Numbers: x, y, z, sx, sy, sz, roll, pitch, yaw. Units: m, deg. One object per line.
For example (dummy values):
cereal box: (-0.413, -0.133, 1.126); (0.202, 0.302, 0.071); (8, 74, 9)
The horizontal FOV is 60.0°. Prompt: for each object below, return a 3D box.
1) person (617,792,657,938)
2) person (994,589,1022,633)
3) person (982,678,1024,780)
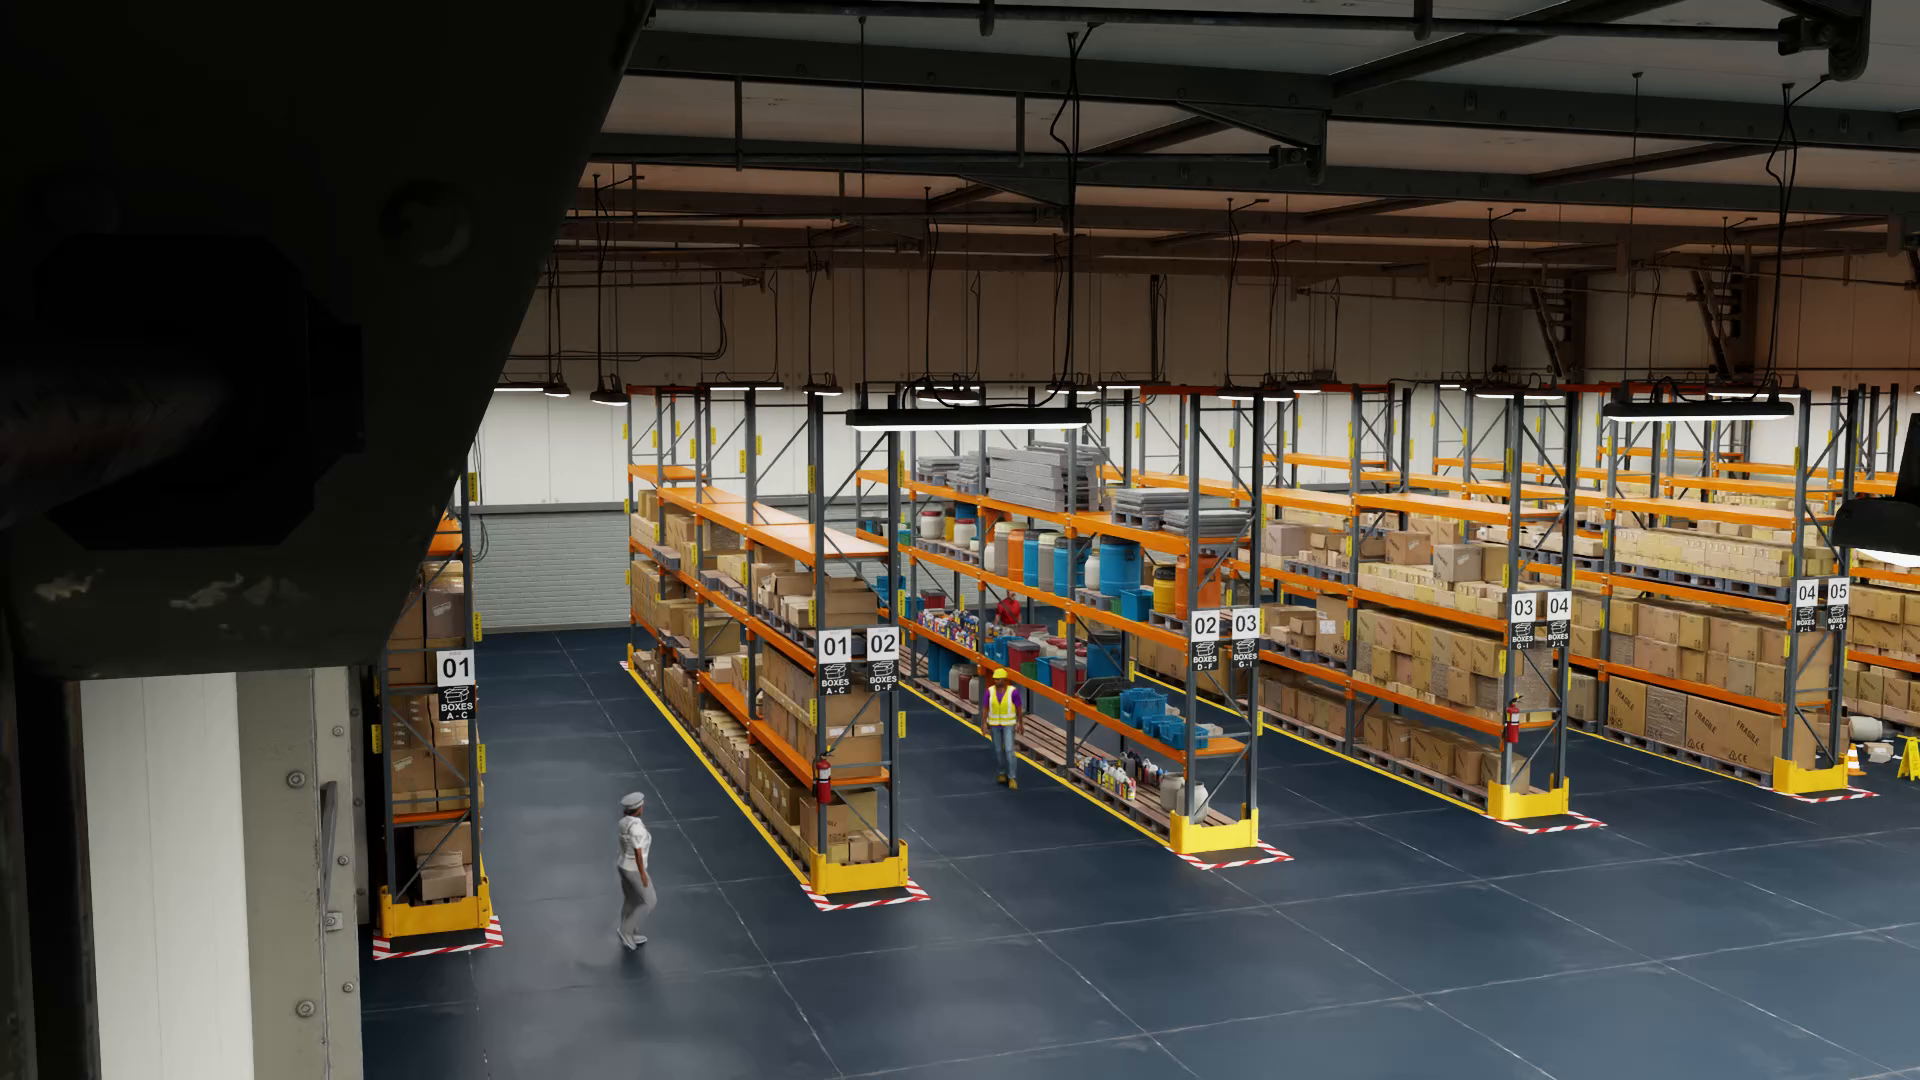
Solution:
person: (-3.556, 3.568, 18.191); (0.393, 1.611, 0.471); (-3, 6, -24)
person: (1.061, 1.781, 33.749); (0.609, 1.616, 0.954); (-5, 8, -43)
person: (0.636, 2.822, 25.357); (0.625, 1.656, 0.568); (2, 6, 16)
